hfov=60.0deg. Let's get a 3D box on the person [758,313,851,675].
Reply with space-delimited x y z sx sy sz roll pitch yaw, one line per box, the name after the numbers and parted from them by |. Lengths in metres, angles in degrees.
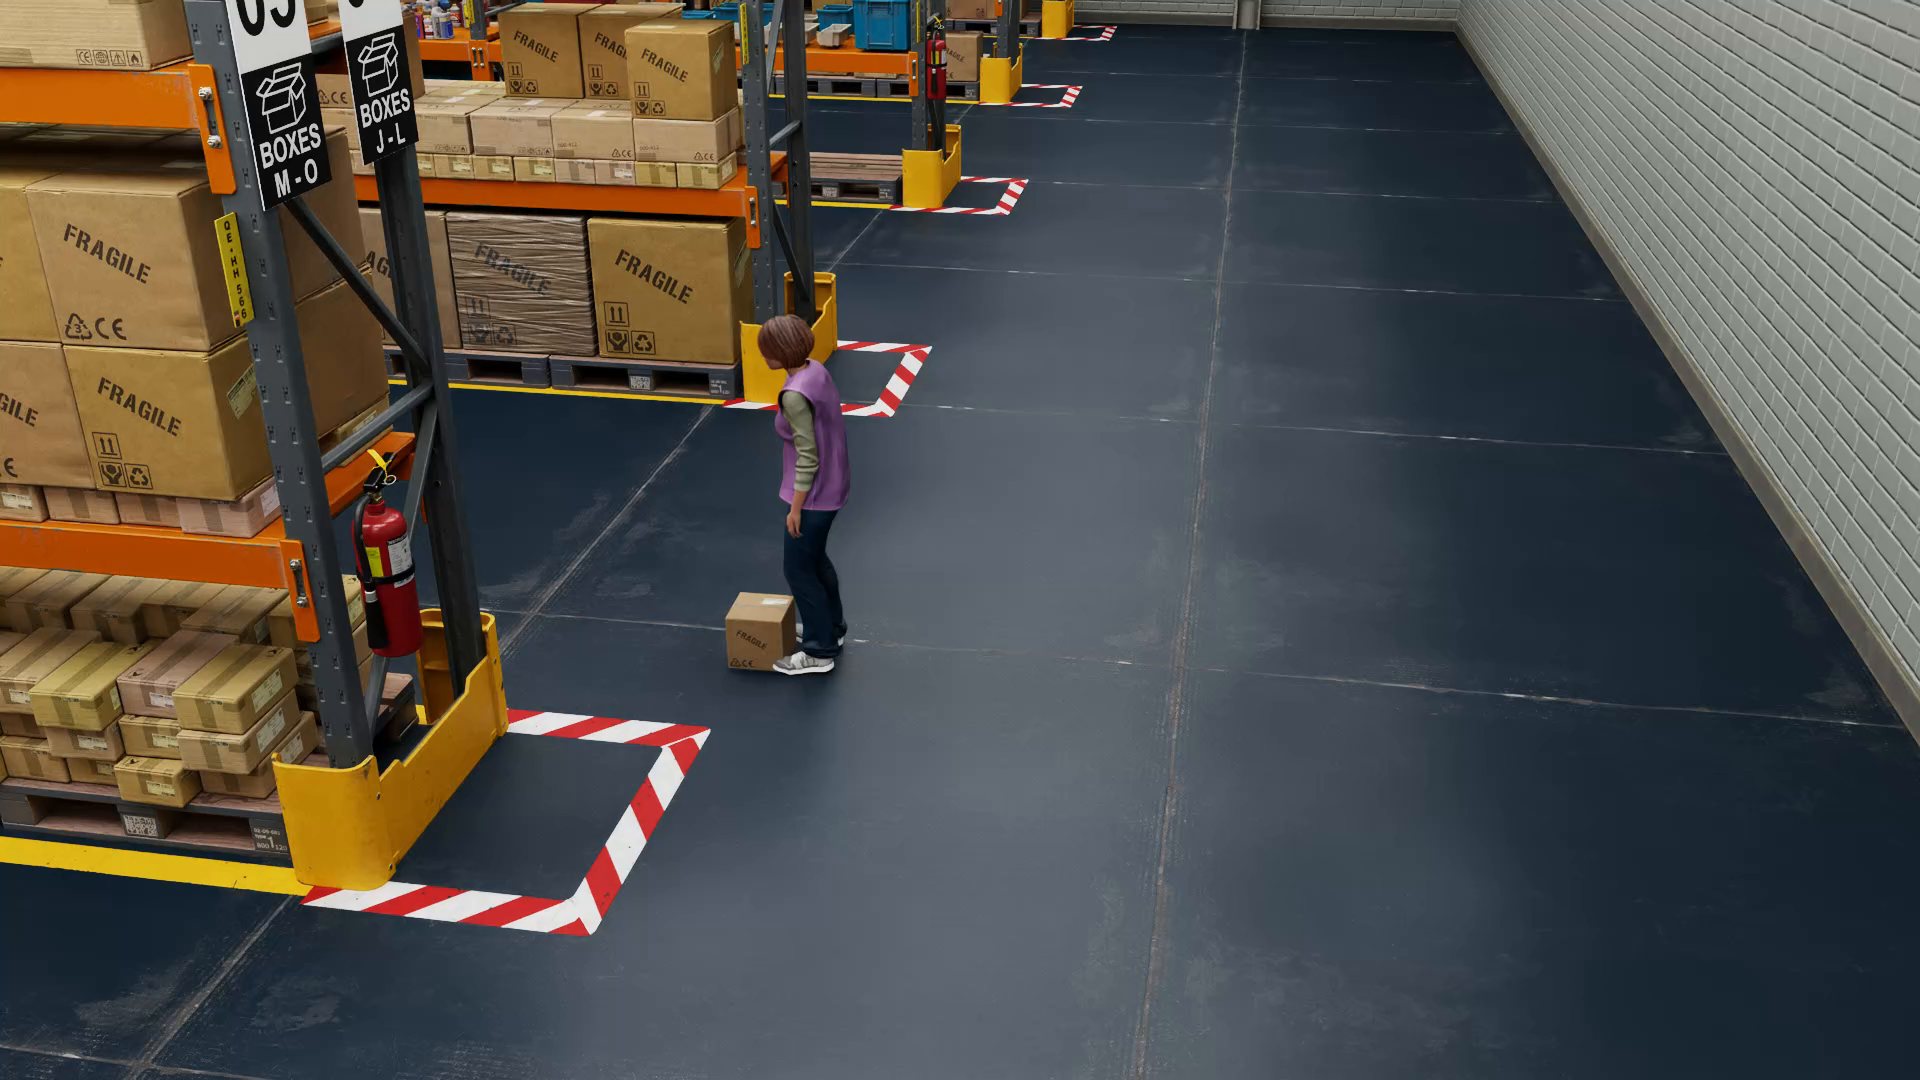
-0.641 -0.191 7.025 0.346 1.593 0.460 4 26 9 | person
